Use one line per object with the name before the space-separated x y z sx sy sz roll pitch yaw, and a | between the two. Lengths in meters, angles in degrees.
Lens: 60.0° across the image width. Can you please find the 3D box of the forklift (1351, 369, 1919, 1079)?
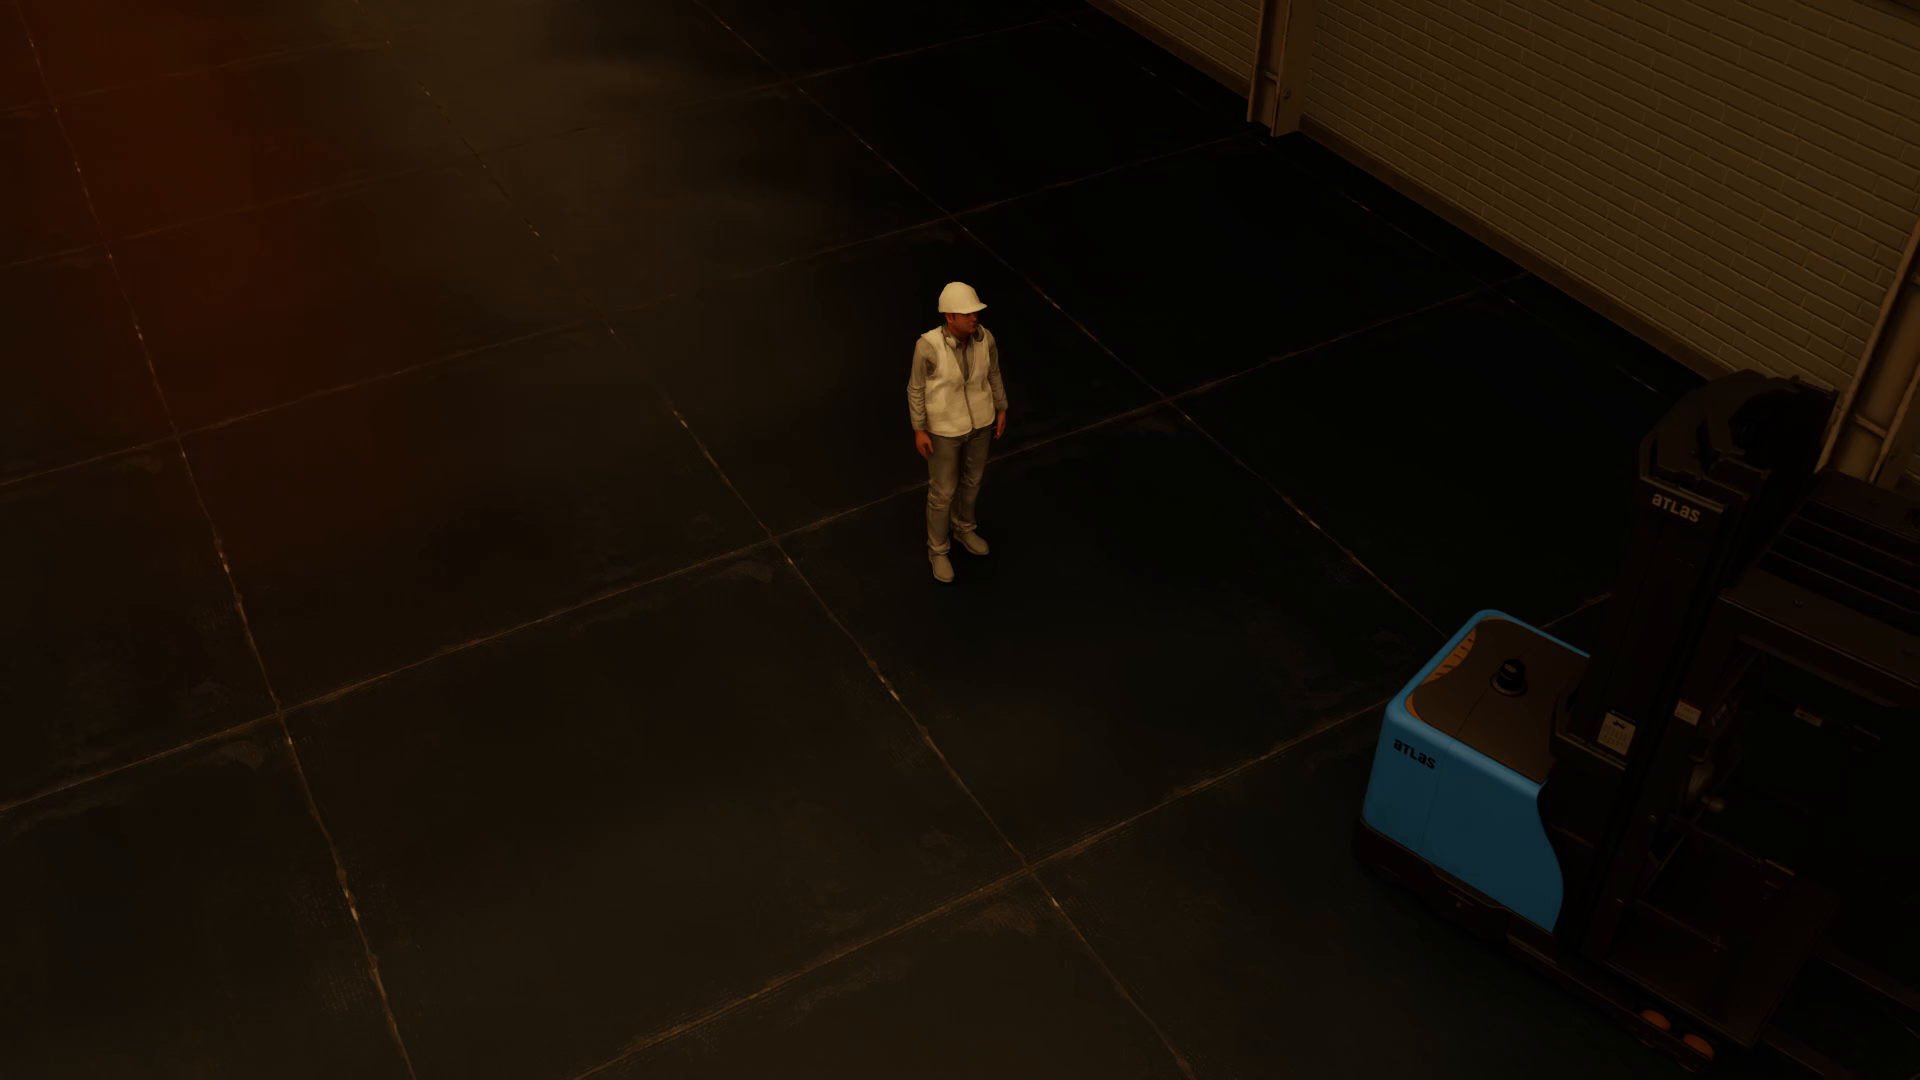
forklift | 3.404 0.872 6.985 3.031 2.935 1.130 30 48 31

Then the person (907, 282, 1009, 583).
person | 0.025 -0.651 9.716 0.634 1.775 0.566 -20 44 -23
